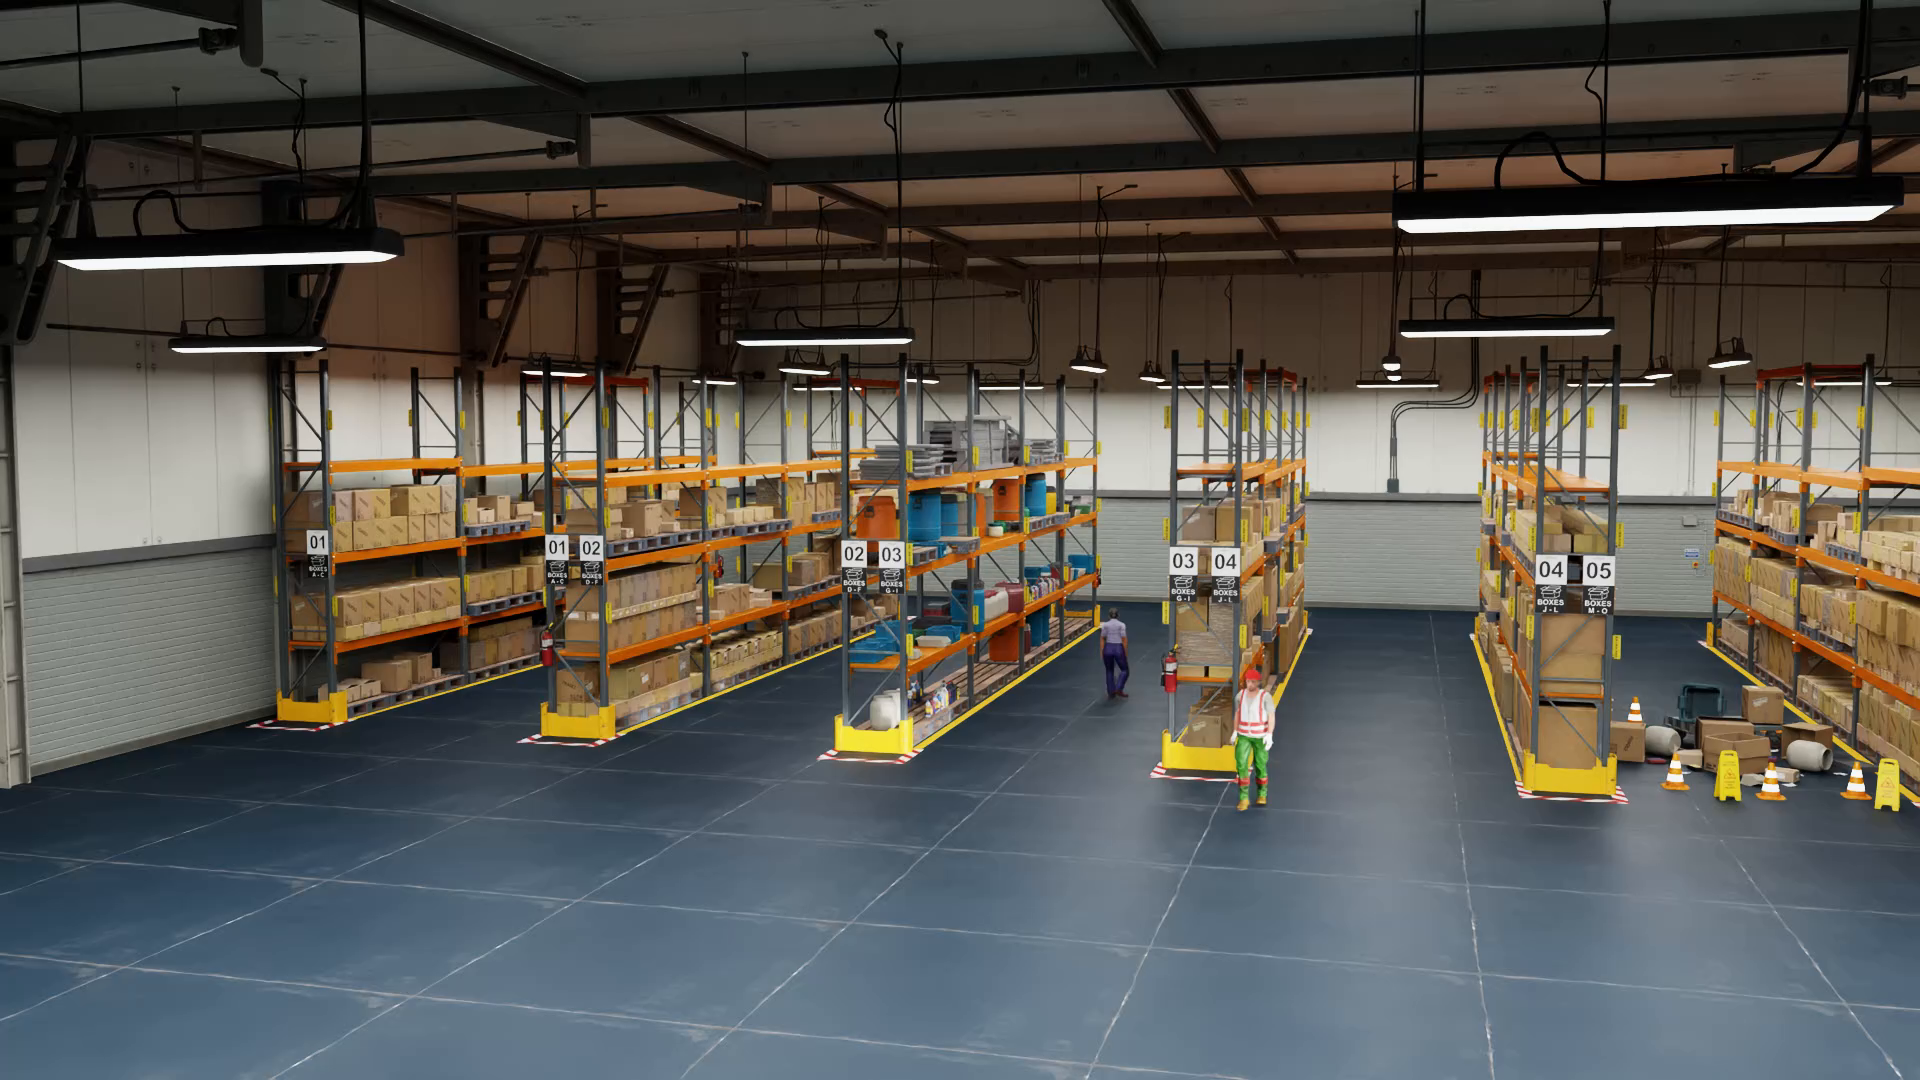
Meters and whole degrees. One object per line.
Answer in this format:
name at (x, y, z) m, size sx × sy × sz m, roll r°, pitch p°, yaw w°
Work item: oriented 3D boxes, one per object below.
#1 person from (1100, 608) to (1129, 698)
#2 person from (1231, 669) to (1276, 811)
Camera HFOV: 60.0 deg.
person at (2.778, 2.051, 29.870) m, size 0.537 × 1.623 × 0.522 m, roll 1°, pitch 4°, yaw 16°
person at (3.782, 2.575, 21.530) m, size 0.623 × 1.825 × 0.596 m, roll 2°, pitch 5°, yaw 31°
